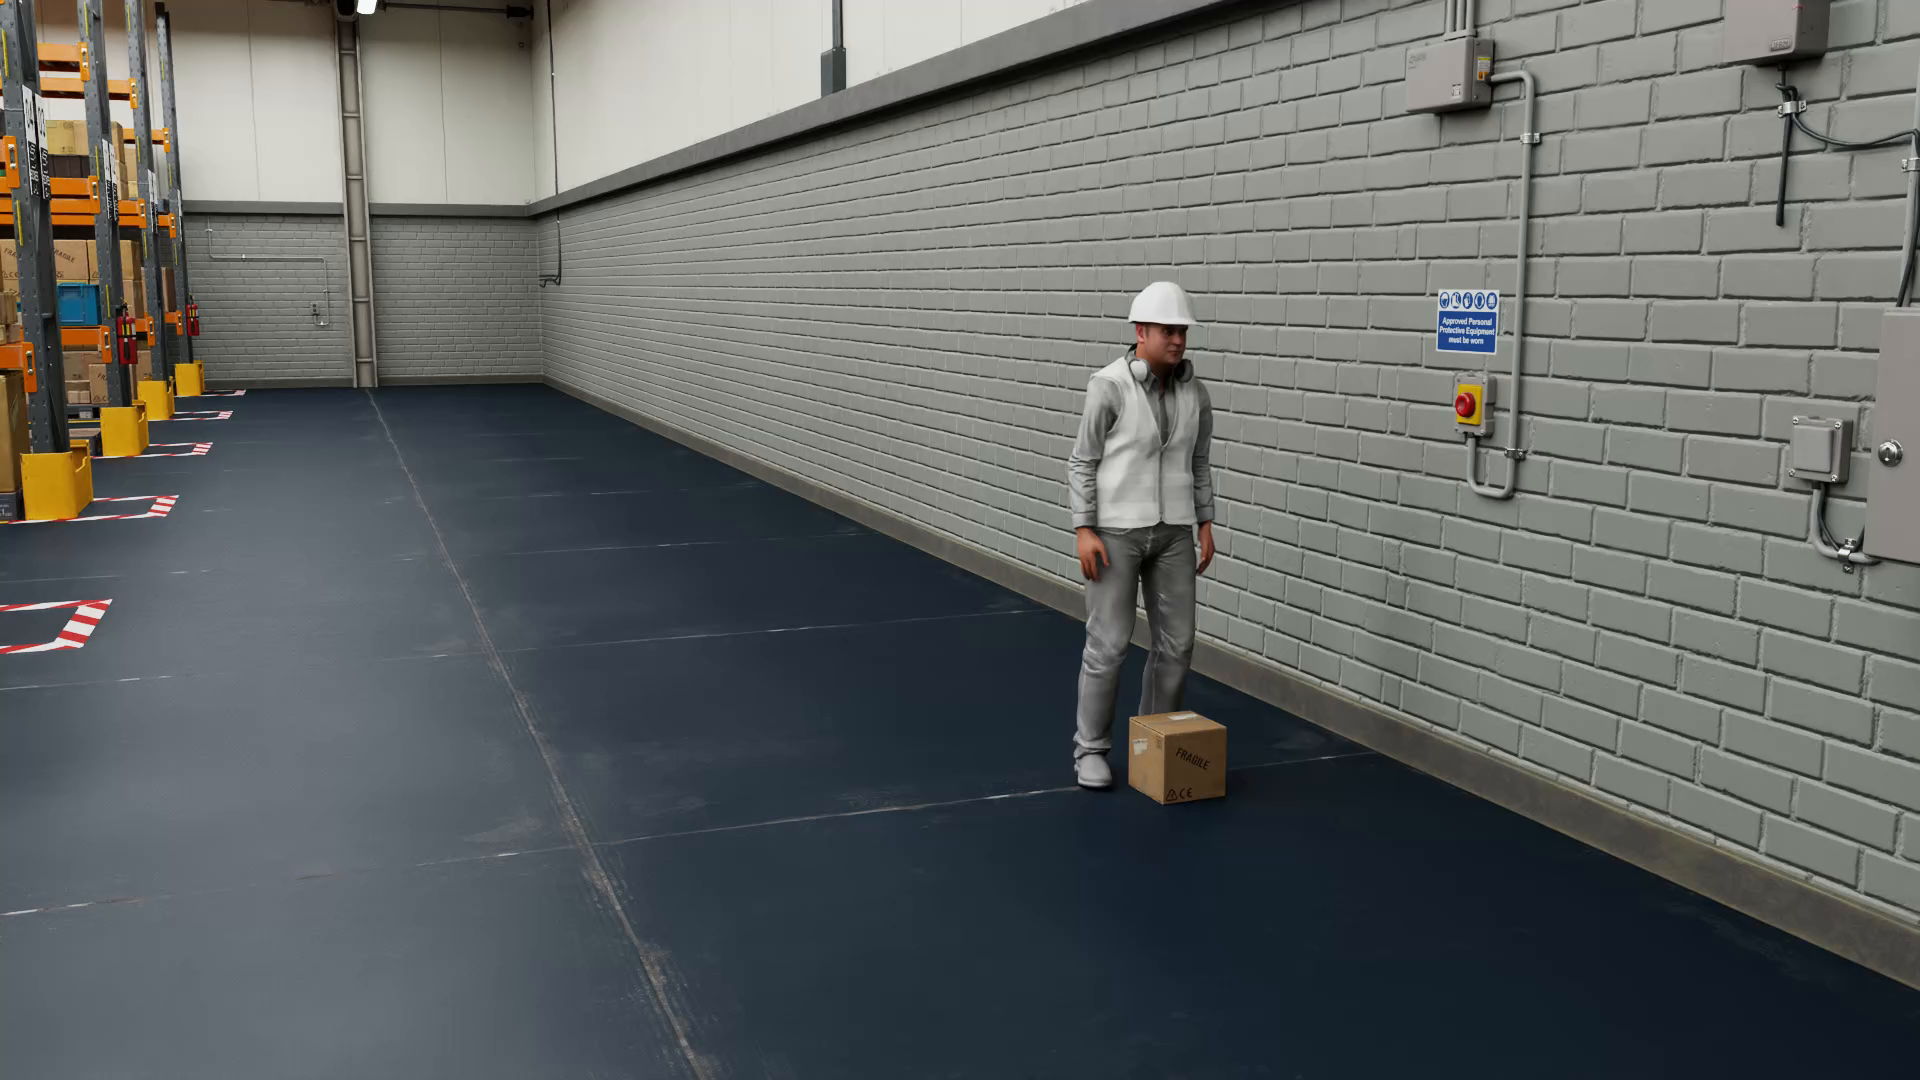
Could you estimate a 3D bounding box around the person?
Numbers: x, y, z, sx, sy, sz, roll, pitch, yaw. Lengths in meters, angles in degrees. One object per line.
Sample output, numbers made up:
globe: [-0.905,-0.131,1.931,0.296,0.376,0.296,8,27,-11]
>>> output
person: [0.658,-0.028,5.954,0.594,1.771,0.464,-4,10,-24]
